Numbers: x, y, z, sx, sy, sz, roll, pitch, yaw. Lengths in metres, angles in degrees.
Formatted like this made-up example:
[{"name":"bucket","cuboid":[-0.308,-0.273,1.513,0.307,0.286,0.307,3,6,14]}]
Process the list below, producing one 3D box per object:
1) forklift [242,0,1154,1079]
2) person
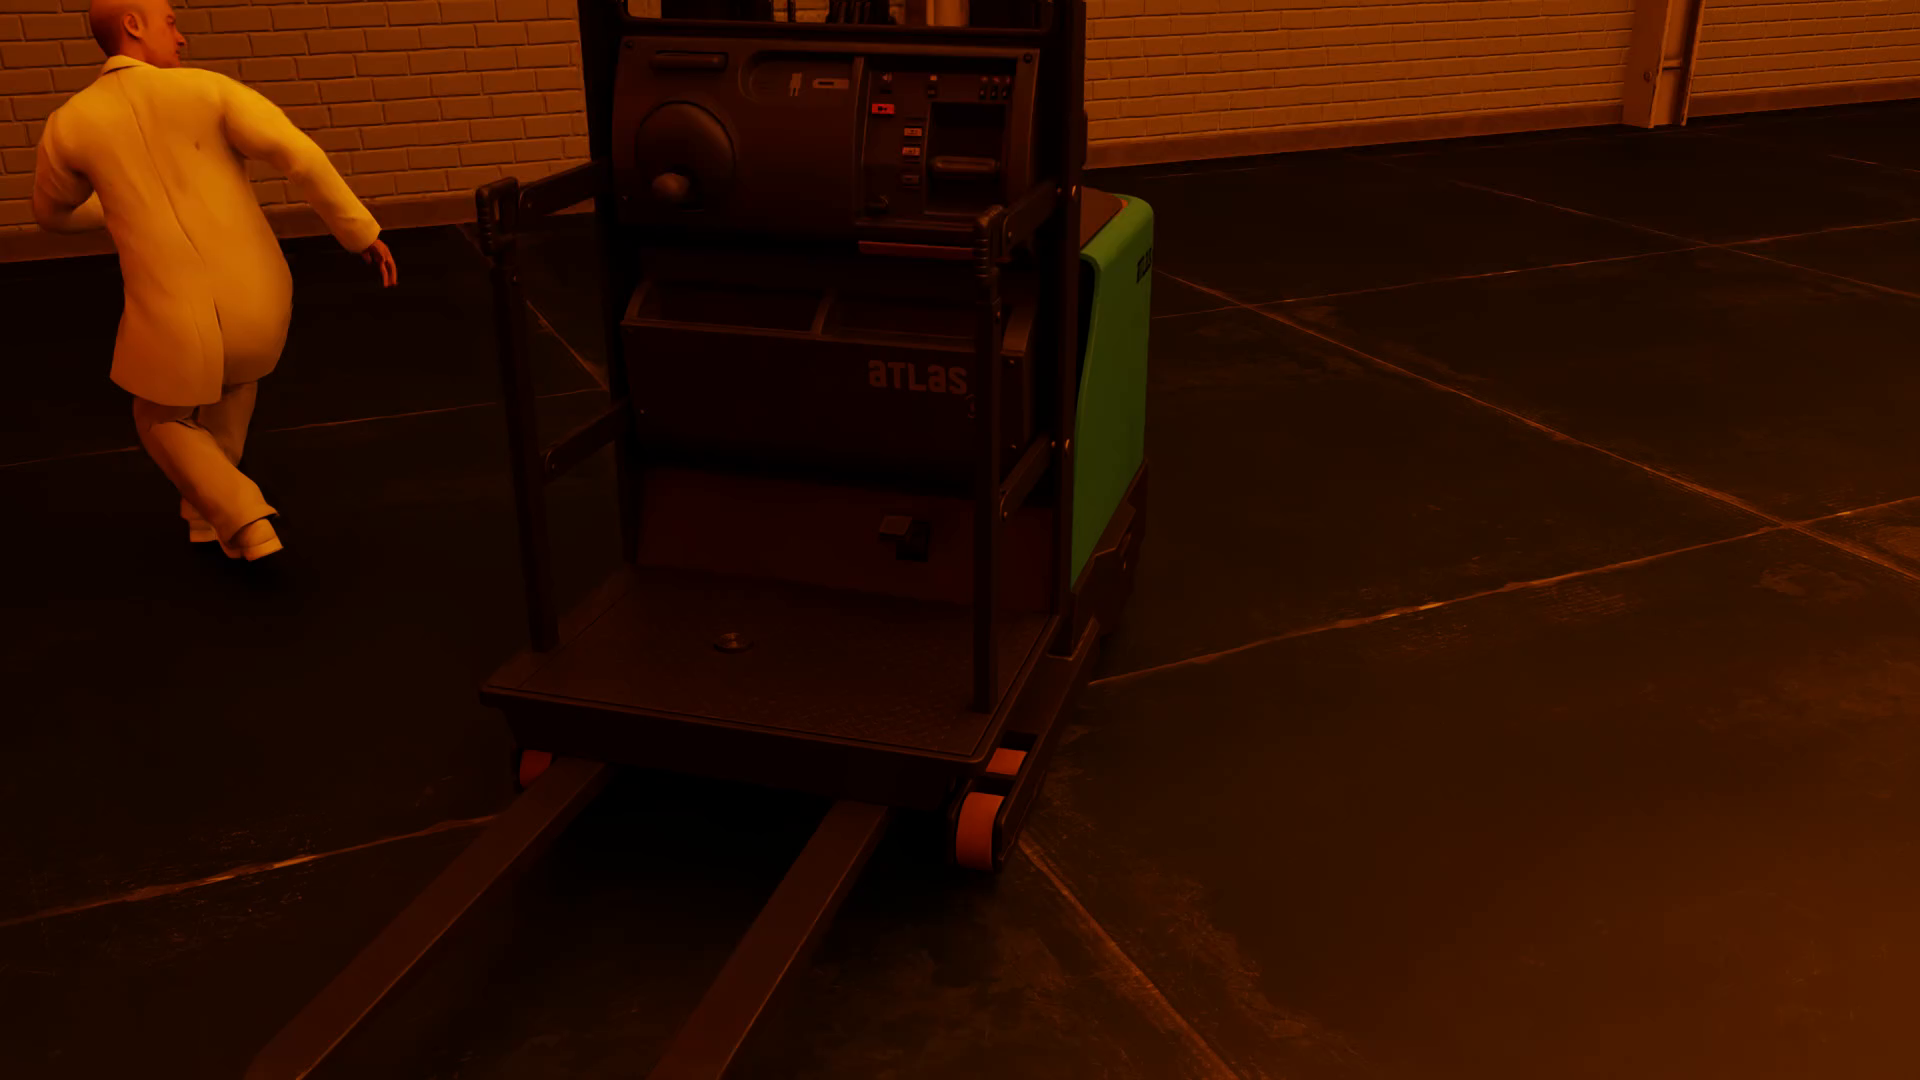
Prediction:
[{"name":"forklift","cuboid":[-0.351,-0.833,3.291,1.130,2.935,3.031,6,23,15]},{"name":"person","cuboid":[-2.126,-0.716,4.823,0.912,1.570,0.907,-11,25,-24]}]
